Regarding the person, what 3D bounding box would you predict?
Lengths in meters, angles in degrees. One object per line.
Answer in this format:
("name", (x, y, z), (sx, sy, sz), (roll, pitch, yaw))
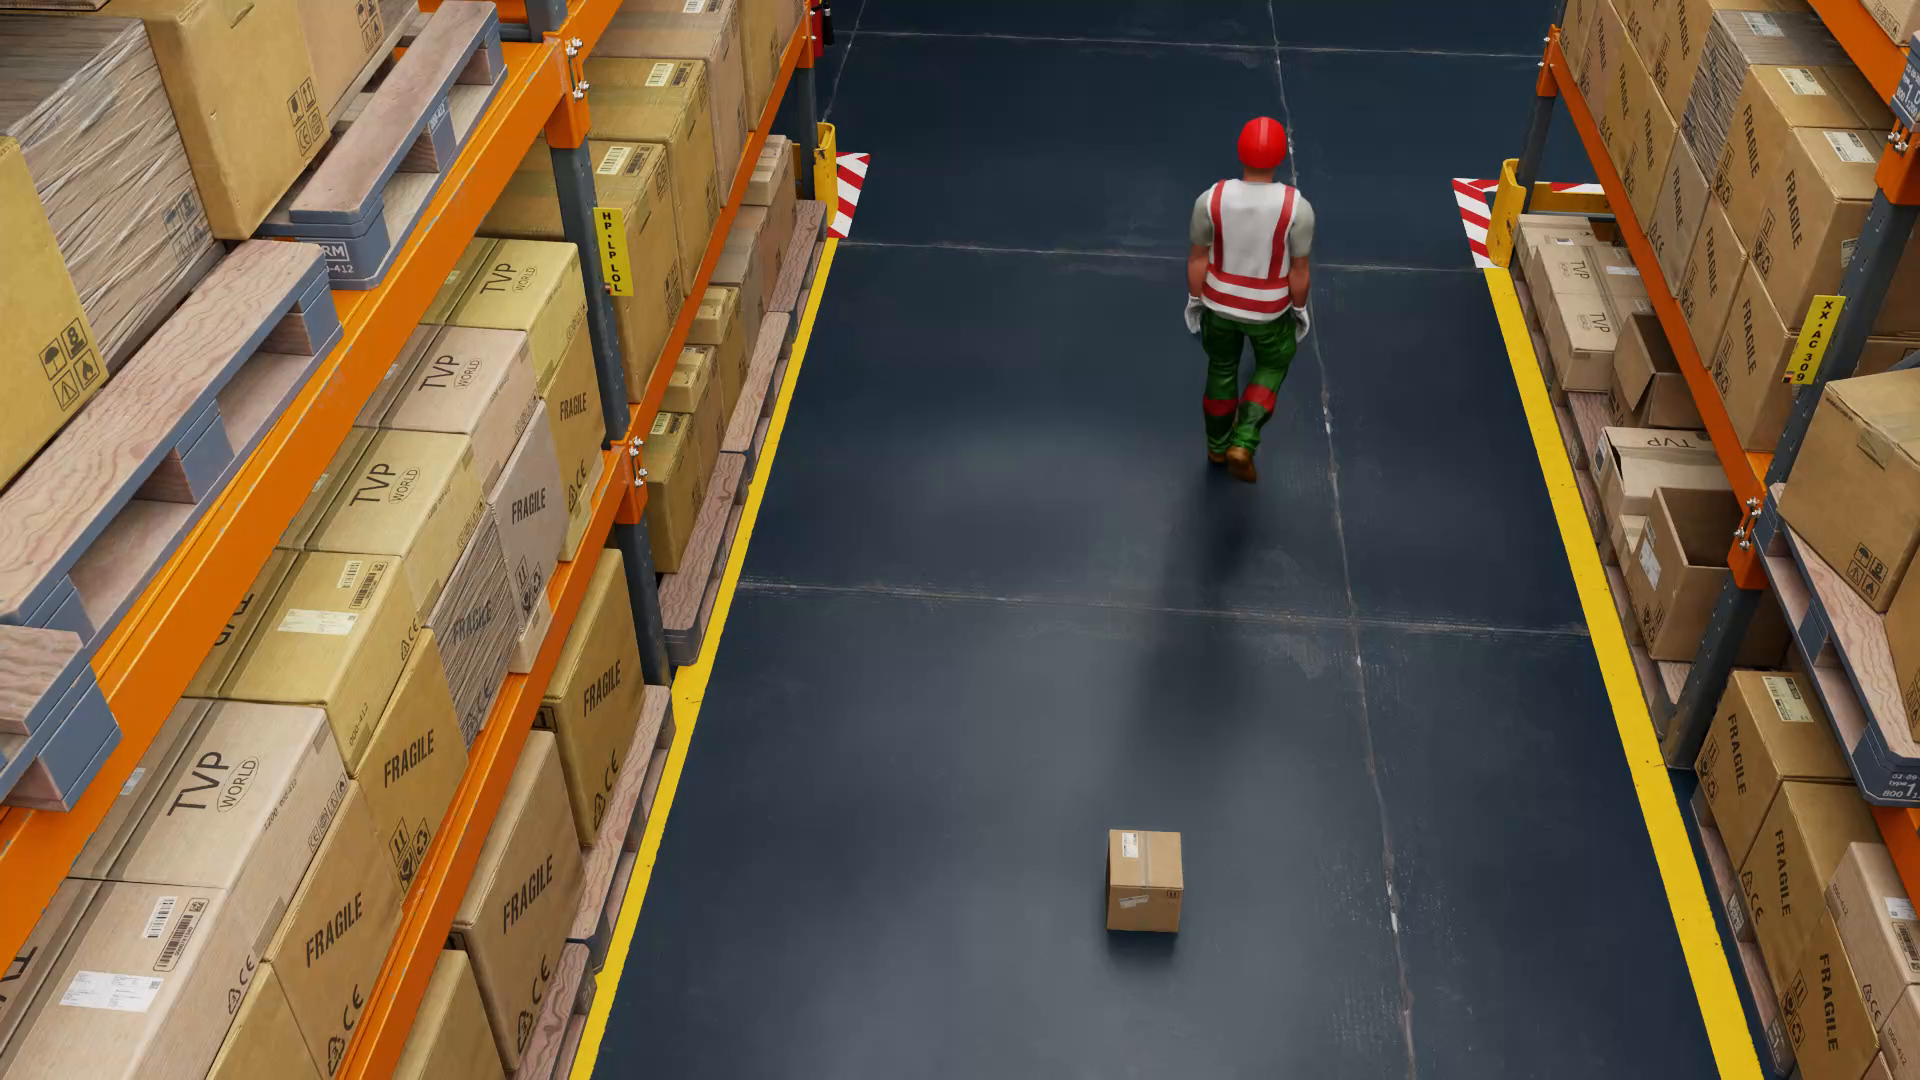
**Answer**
("person", (1.265, -1.028, 7.333), (0.560, 1.777, 0.626), (13, 41, 15))
